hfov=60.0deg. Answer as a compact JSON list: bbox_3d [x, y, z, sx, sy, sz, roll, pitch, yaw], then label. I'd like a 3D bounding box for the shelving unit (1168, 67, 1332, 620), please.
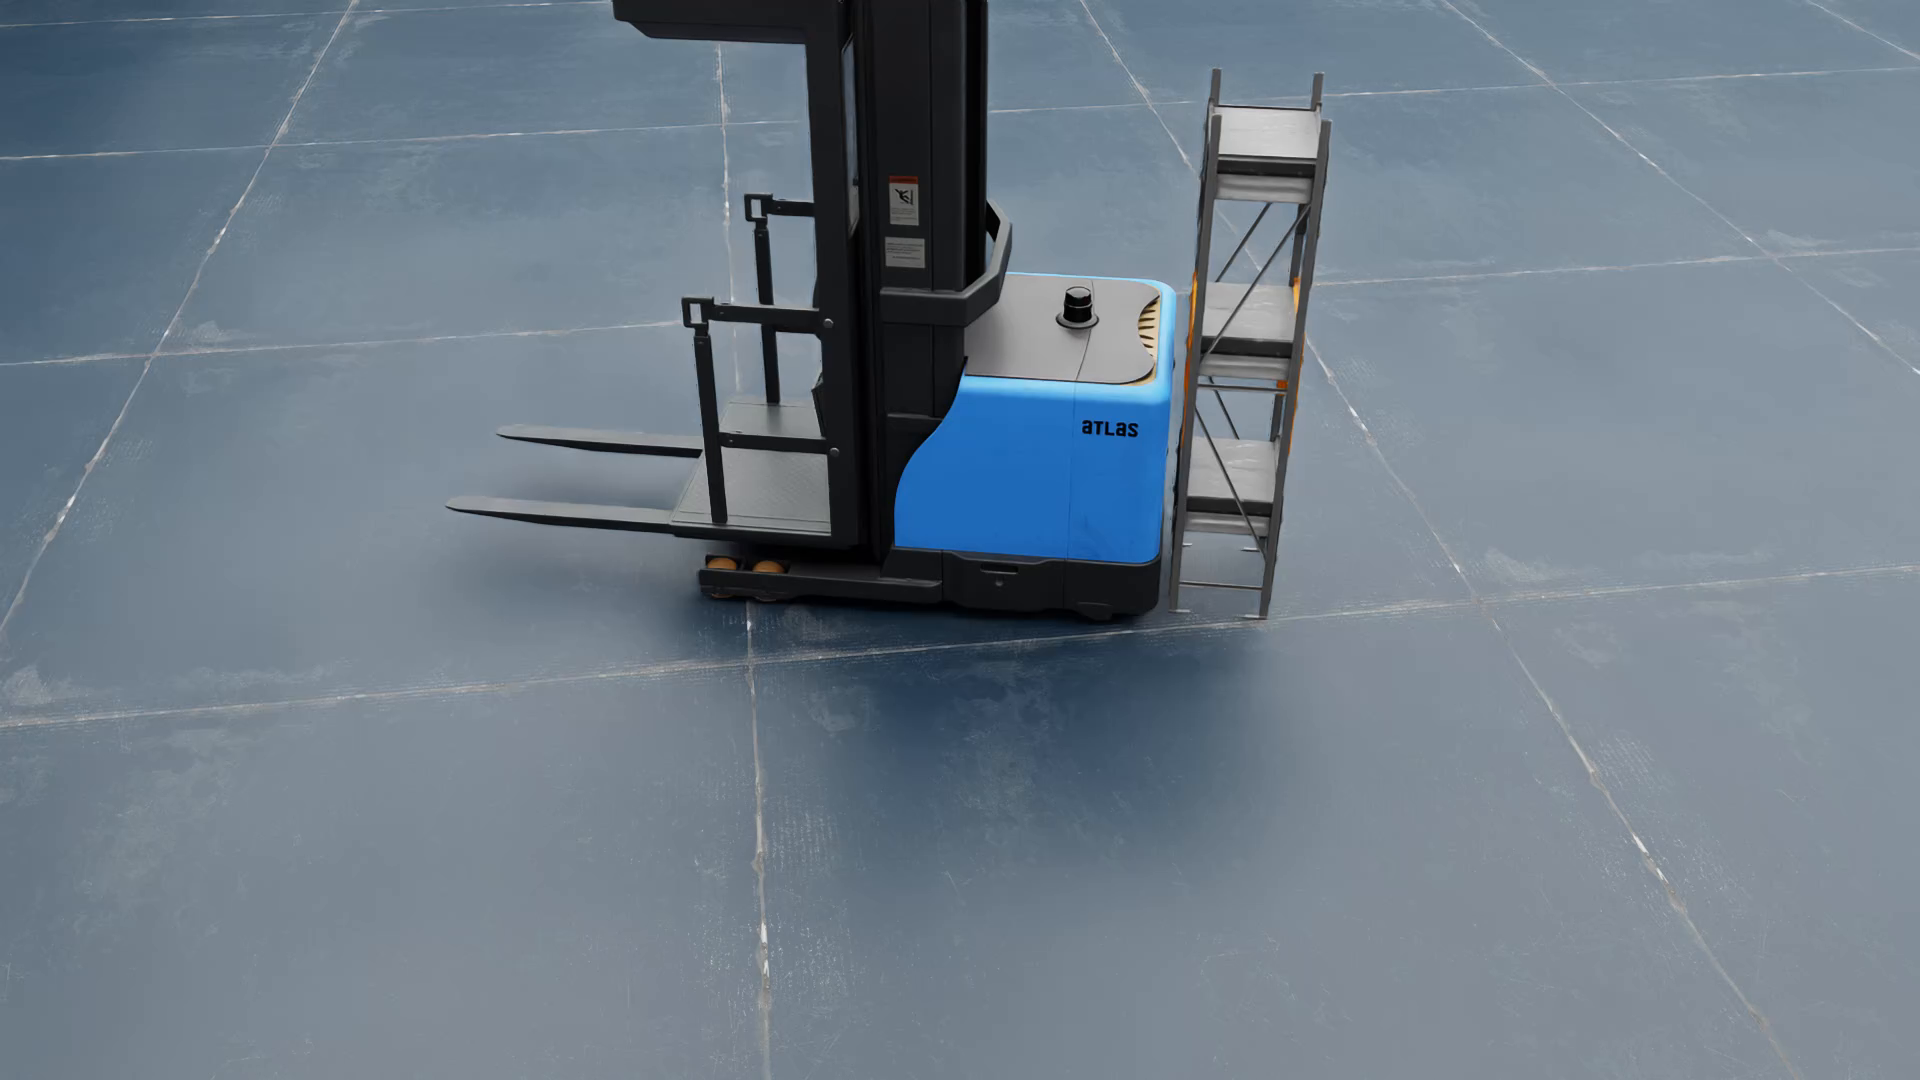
[{"bbox_3d":[1.084,-0.695,6.405,0.431,2.100,0.503,4,34,6],"label":"shelving unit"}]

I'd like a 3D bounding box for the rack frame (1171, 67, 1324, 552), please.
[{"bbox_3d":[1.115,-0.831,6.605,0.400,2.100,0.015,4,34,6],"label":"rack frame"}]

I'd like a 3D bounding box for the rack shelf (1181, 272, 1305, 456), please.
[{"bbox_3d":[1.084,-0.684,6.413,0.431,0.518,0.480,4,34,6],"label":"rack shelf"}]

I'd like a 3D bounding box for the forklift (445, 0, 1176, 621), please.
[{"bbox_3d":[-0.644,-1.247,6.477,3.031,2.935,1.130,4,34,6],"label":"forklift"}]

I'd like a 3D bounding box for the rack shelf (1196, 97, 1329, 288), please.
[{"bbox_3d":[1.084,-1.262,6.019,0.431,0.518,0.480,4,34,6],"label":"rack shelf"}]

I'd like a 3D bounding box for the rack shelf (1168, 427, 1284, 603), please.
[{"bbox_3d":[1.084,-0.105,6.807,0.431,0.518,0.480,4,34,6],"label":"rack shelf"}]

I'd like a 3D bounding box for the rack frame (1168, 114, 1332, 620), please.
[{"bbox_3d":[1.052,-0.559,6.205,0.400,2.100,0.015,4,34,6],"label":"rack frame"}]
